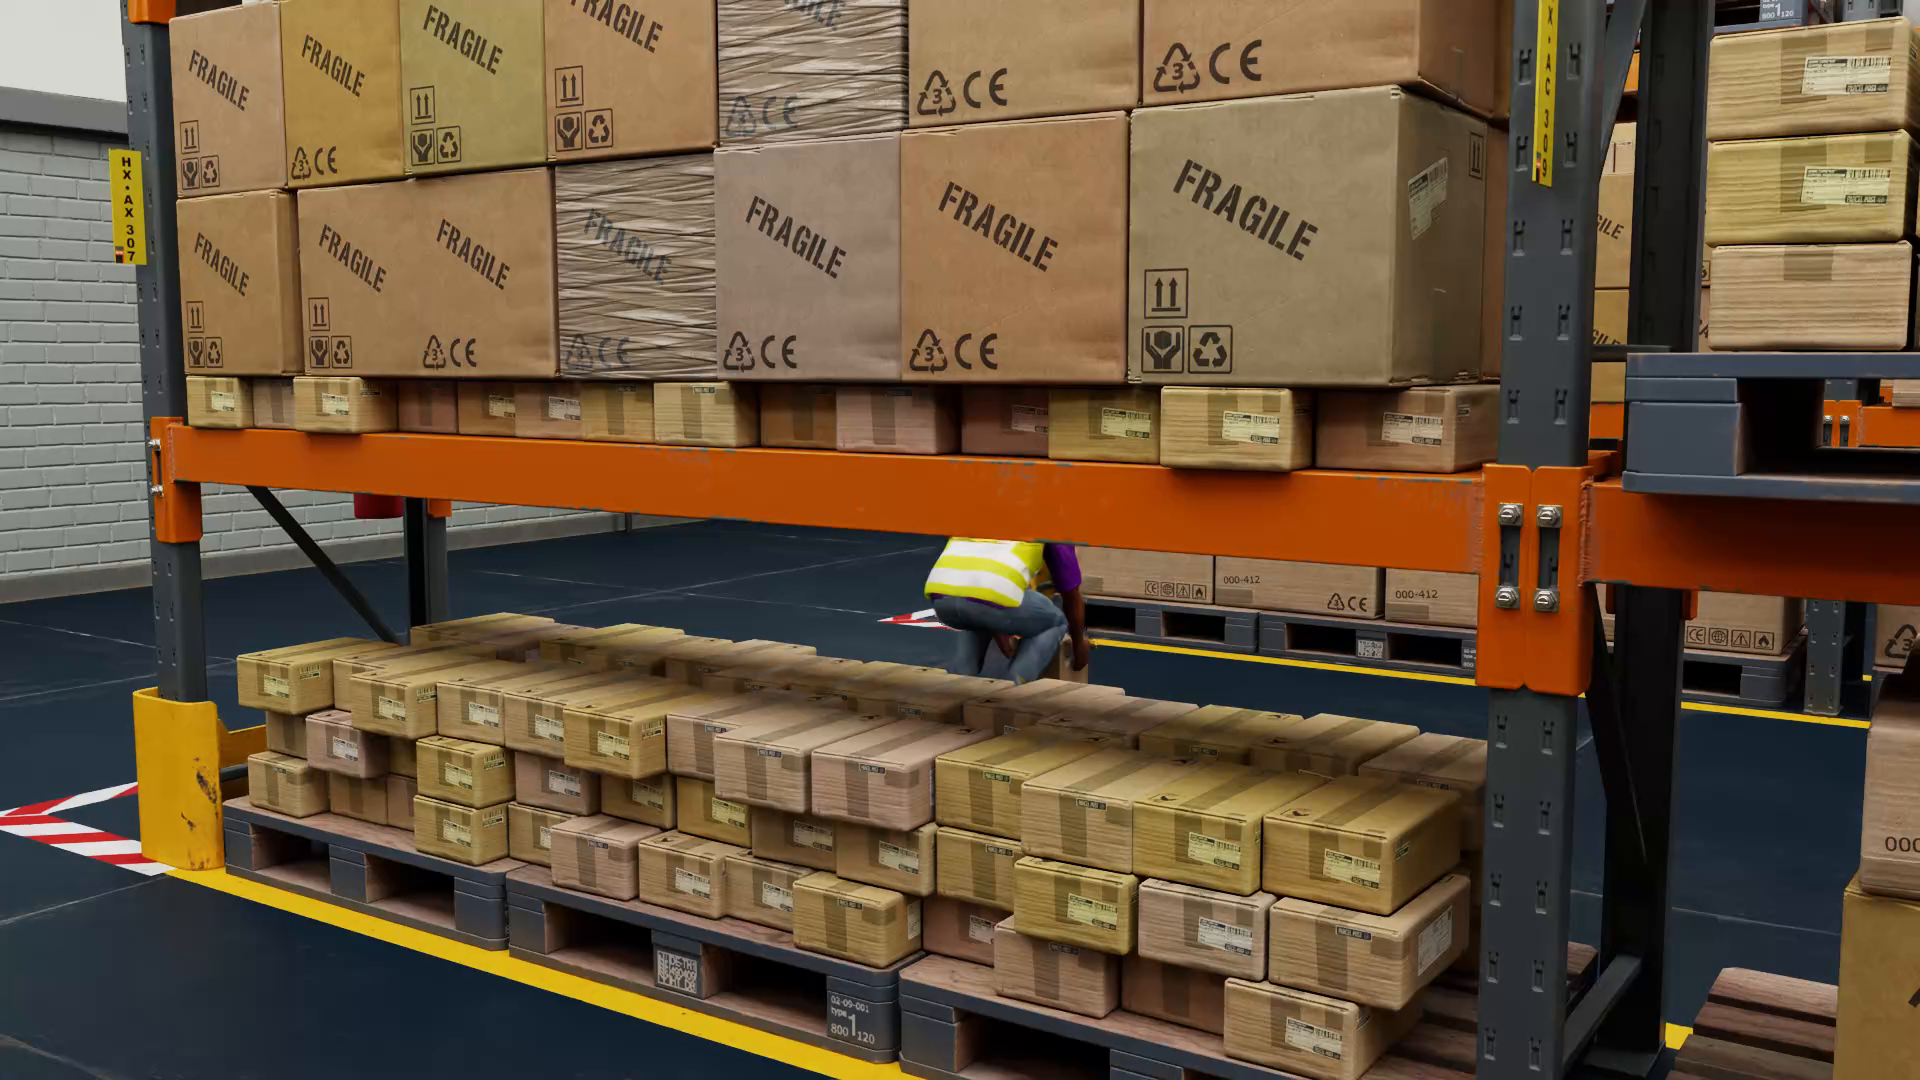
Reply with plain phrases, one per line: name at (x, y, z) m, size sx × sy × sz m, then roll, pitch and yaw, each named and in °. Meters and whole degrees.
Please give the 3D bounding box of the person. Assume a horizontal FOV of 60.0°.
person at (0.178, 0.230, 7.228) m, size 0.580 × 0.975 × 0.893 m, roll 4°, pitch 7°, yaw 33°
